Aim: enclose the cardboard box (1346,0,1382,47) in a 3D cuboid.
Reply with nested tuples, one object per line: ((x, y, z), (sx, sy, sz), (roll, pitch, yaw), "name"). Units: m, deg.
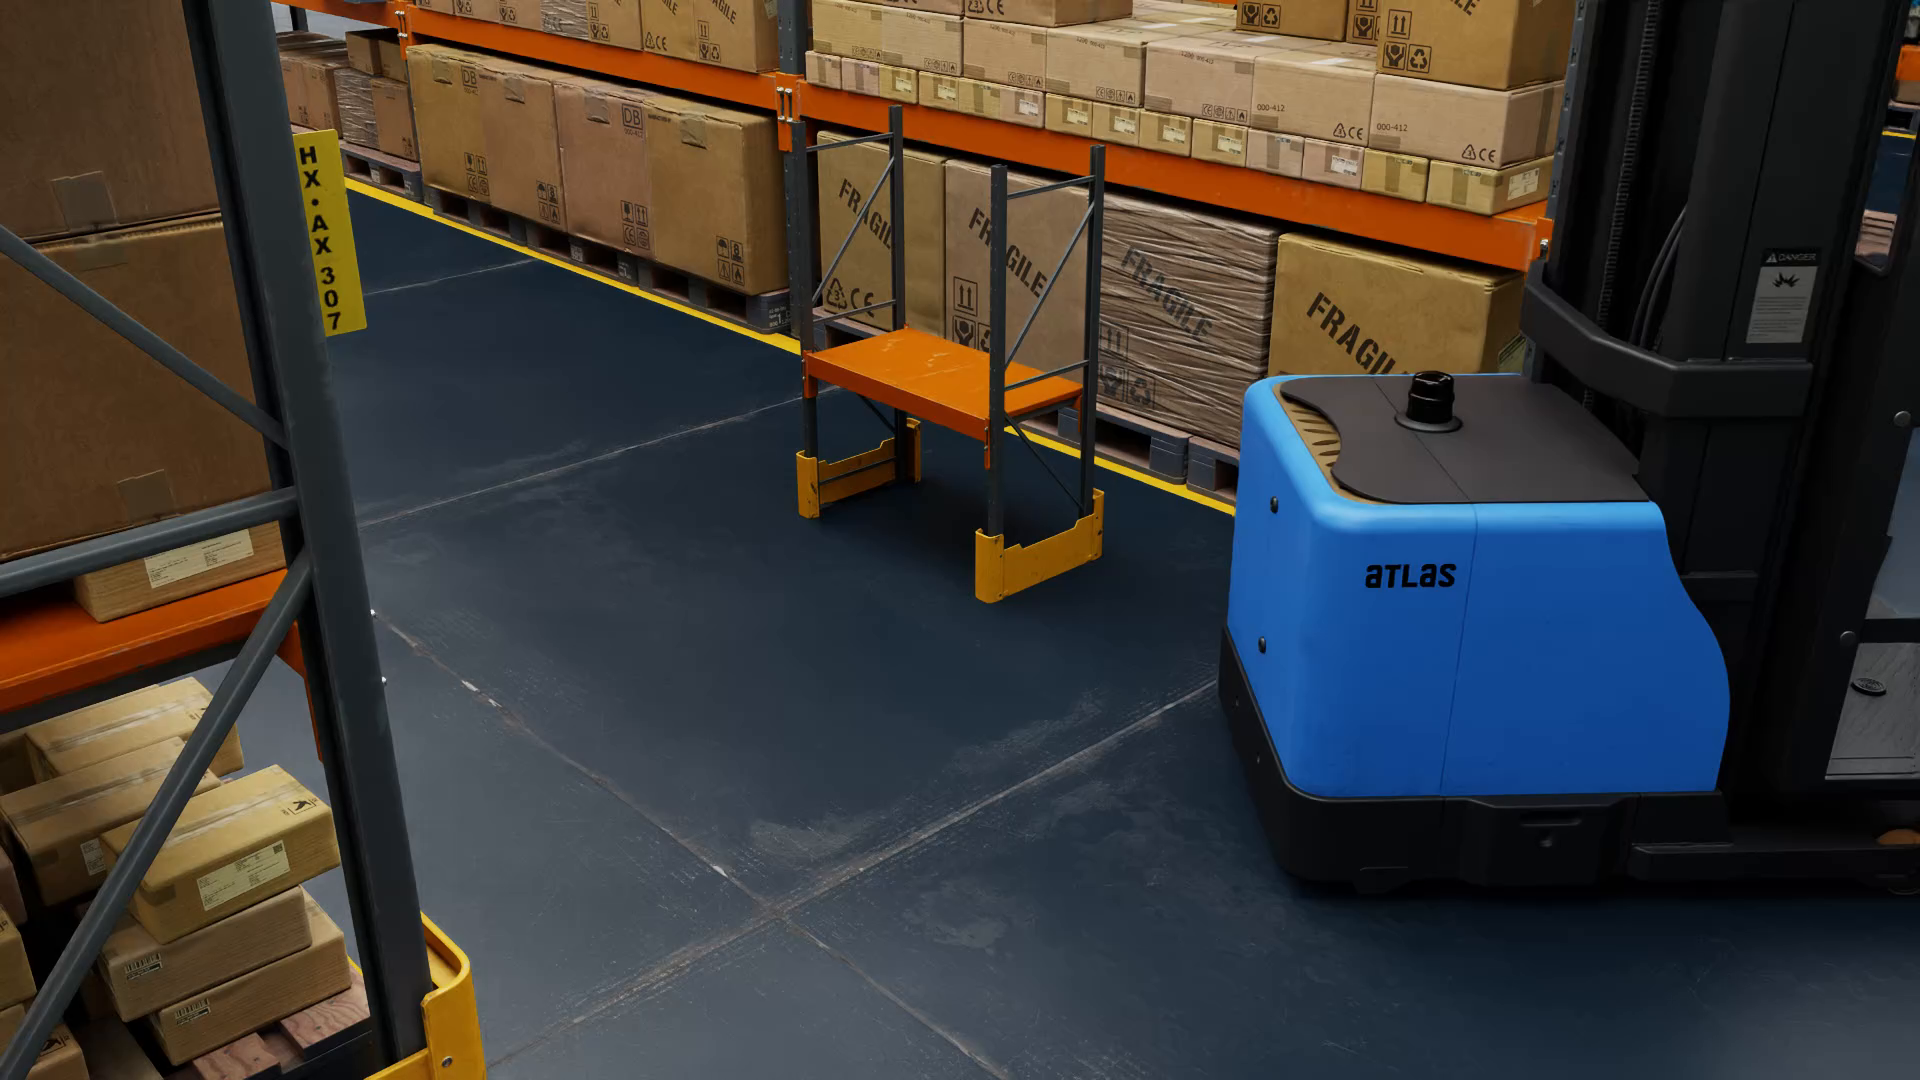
((1.801, -2.096, 6.150), (0.500, 0.500, 0.500), (-22, 33, -40), "cardboard box")

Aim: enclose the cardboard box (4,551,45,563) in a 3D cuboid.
((-1.602, -0.080, 3.114), (0.380, 0.149, 0.250), (-20, 31, -37), "cardboard box")

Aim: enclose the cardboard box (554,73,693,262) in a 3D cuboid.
((-1.524, -2.209, 9.533), (0.875, 0.875, 1.225), (22, 33, 40), "cardboard box")

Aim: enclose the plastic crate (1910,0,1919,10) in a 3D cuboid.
((5.511, -3.038, 9.425), (0.416, 0.233, 0.300), (-21, 32, -38), "plastic crate")

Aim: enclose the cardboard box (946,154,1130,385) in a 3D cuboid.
((0.548, -1.255, 7.442), (0.875, 0.875, 0.875), (-21, 32, -38), "cardboard box")

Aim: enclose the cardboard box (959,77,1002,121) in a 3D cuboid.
((0.215, -1.912, 7.130), (0.380, 0.149, 0.250), (-22, 32, -39), "cardboard box")

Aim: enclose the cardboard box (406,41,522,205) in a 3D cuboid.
((-2.738, -2.748, 10.713), (0.875, 0.875, 1.225), (22, 32, 39), "cardboard box")

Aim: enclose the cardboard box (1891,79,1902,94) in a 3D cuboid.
((7.883, -3.993, 14.098), (0.500, 0.311, 0.500), (-21, 32, -38), "cardboard box")

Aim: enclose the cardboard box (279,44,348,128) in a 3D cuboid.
((-4.829, -3.502, 12.793), (0.500, 0.500, 0.700), (20, 32, 37), "cardboard box")

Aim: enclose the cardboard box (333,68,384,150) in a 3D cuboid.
((-4.055, -3.163, 12.050), (0.500, 0.500, 0.700), (21, 32, 38), "cardboard box")

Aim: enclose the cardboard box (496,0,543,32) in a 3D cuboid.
((-2.354, -3.249, 9.638), (0.500, 0.500, 0.500), (-22, 32, -39), "cardboard box")

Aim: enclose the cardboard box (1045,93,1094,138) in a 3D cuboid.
((0.566, -1.756, 6.788), (0.380, 0.149, 0.250), (-22, 33, -40), "cardboard box")

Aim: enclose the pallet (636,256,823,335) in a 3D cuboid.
((-1.043, -1.470, 9.218), (1.003, 0.211, 1.213), (-21, 32, -38), "pallet")

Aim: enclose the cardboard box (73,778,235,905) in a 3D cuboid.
((-1.733, 0.702, 3.667), (0.380, 0.149, 0.250), (-21, 32, -39), "cardboard box")

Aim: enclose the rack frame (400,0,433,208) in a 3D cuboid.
((-3.194, -3.738, 10.830), (1.000, 3.000, 0.127), (-21, 32, -38), "rack frame")

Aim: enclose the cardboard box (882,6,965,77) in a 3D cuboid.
((0.006, -2.225, 7.335), (0.500, 0.250, 0.500), (-21, 32, -39), "cardboard box")

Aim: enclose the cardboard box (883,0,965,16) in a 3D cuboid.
((0.011, -2.565, 7.178), (0.500, 0.500, 0.500), (-21, 32, -38), "cardboard box")

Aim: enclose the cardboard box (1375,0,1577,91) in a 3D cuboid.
((1.749, -1.796, 5.491), (0.500, 0.500, 0.500), (-21, 32, -38), "cardboard box")

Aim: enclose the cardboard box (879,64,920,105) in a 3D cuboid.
((-0.141, -2.069, 7.473), (0.380, 0.149, 0.250), (-20, 31, -37), "cardboard box")

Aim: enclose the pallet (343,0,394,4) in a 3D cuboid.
((-3.759, -3.837, 11.277), (1.213, 0.211, 1.003), (-21, 32, -38), "pallet")

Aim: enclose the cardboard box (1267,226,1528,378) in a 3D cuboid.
((1.778, -0.710, 6.246), (0.875, 0.875, 0.875), (-21, 32, -38), "cardboard box")

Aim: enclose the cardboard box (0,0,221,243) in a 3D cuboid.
((-1.529, -0.785, 2.673), (0.500, 0.500, 0.500), (-21, 32, -39), "cardboard box")

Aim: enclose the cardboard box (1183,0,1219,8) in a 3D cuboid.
((2.805, -5.886, 18.345), (0.500, 0.250, 0.500), (-20, 31, -37), "cardboard box")

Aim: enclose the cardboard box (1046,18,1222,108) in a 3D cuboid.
((0.695, -1.918, 6.662), (0.500, 0.250, 0.500), (-21, 32, -38), "cardboard box")

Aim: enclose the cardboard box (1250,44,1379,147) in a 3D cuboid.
((1.403, -1.607, 5.981), (0.500, 0.250, 0.500), (-22, 32, -39), "cardboard box")

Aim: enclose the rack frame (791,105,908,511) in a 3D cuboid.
((-0.406, -0.862, 6.333), (0.500, 1.500, 0.032), (-21, 32, -38), "rack frame")

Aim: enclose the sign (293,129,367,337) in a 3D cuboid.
((-1.020, -0.486, 2.658), (0.100, 0.325, 0.005), (-21, 32, -38), "sign")

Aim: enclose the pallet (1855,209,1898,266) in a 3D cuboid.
((5.354, -1.712, 9.748), (1.003, 0.211, 1.213), (-21, 32, -38), "pallet")

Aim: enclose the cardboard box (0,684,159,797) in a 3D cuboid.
((-2.111, 0.429, 3.909), (0.250, 0.149, 0.380), (22, 32, 39), "cardboard box")

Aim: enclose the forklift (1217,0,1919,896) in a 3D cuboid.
((2.311, -0.645, 4.132), (3.031, 2.935, 1.130), (-1, 25, -2), "forklift")

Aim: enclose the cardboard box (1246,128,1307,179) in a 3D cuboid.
((1.270, -1.445, 6.107), (0.380, 0.149, 0.250), (-21, 32, -38), "cardboard box")

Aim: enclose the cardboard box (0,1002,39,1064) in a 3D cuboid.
((-1.985, 0.954, 3.116), (0.380, 0.149, 0.250), (-22, 33, -40), "cardboard box")

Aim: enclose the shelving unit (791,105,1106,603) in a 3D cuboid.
((-0.052, -0.705, 5.989), (0.587, 1.500, 1.083), (-21, 32, -38), "shelving unit")

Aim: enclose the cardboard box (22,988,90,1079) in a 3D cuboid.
((-1.928, 1.068, 3.224), (0.380, 0.149, 0.250), (-21, 32, -38), "cardboard box")

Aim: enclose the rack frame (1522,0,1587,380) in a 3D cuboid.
((2.274, -1.314, 5.517), (1.000, 3.000, 0.127), (-21, 32, -38), "rack frame")

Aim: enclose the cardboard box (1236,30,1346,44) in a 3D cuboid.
((1.442, -1.912, 6.650), (0.500, 0.250, 0.500), (23, 33, 40), "cardboard box")

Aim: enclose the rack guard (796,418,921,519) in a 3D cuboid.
((-0.392, -0.288, 6.579), (0.587, 0.250, 0.087), (-21, 32, -38), "rack guard")

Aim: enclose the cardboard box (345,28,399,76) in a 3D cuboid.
((-4.044, -3.494, 11.874), (0.500, 0.250, 0.500), (-17, 30, -33), "cardboard box")

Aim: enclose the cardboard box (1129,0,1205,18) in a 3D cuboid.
((0.738, -2.223, 7.332), (0.500, 0.250, 0.500), (-20, 32, -37), "cardboard box")

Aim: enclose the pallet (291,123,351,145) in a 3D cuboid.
((-4.557, -3.076, 12.739), (1.003, 0.211, 1.213), (-21, 32, -38), "pallet")

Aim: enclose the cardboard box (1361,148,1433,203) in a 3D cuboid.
((1.611, -1.293, 5.773), (0.380, 0.149, 0.250), (-21, 32, -38), "cardboard box")

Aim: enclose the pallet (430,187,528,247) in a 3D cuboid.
((-2.710, -2.209, 10.838), (1.003, 0.211, 1.213), (-21, 32, -38), "pallet")

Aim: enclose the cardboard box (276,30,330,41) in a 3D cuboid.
((-5.524, -3.821, 13.493), (0.500, 0.500, 0.700), (21, 32, 38), "cardboard box")

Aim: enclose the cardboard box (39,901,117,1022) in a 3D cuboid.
((-1.779, 0.862, 3.674), (0.380, 0.149, 0.250), (-21, 32, -39), "cardboard box")

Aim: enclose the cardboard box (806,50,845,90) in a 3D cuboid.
((-0.501, -2.228, 7.822), (0.380, 0.149, 0.250), (-21, 32, -38), "cardboard box")

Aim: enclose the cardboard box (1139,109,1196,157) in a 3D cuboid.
((0.913, -1.602, 6.450), (0.380, 0.149, 0.250), (-21, 32, -38), "cardboard box")

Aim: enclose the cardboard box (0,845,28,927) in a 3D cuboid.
((-2.093, 0.716, 3.278), (0.380, 0.149, 0.250), (-20, 32, -37), "cardboard box")

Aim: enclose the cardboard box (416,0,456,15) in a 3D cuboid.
((-3.061, -3.559, 10.317), (0.500, 0.500, 0.500), (-20, 31, -37), "cardboard box")

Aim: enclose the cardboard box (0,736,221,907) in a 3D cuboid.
((-1.802, 0.593, 3.548), (0.380, 0.149, 0.250), (-21, 32, -38), "cardboard box")

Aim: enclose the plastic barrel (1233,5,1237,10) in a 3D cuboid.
((2.312, -3.552, 12.444), (0.600, 0.901, 0.708), (-21, 32, -38), "plastic barrel")

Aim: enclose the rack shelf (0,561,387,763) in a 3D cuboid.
((-2.783, -0.217, 3.977), (1.077, 0.370, 4.000), (-21, 32, -38), "rack shelf")

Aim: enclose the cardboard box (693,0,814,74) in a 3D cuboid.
((-0.979, -2.636, 8.294), (0.500, 0.500, 0.500), (-21, 32, -38), "cardboard box")

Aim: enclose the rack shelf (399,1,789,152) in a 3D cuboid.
((-1.827, -2.805, 9.651), (1.077, 0.370, 4.000), (-21, 32, -38), "rack shelf")

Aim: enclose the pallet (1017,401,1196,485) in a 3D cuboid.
((0.840, -0.635, 7.388), (1.003, 0.211, 1.213), (-21, 32, -38), "pallet")

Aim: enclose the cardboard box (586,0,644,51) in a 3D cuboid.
((-1.675, -2.944, 8.969), (0.500, 0.500, 0.500), (-22, 32, -39), "cardboard box")

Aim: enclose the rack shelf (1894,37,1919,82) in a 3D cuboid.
((4.522, -2.998, 10.075), (1.077, 0.370, 4.000), (-21, 32, -38), "rack shelf")
